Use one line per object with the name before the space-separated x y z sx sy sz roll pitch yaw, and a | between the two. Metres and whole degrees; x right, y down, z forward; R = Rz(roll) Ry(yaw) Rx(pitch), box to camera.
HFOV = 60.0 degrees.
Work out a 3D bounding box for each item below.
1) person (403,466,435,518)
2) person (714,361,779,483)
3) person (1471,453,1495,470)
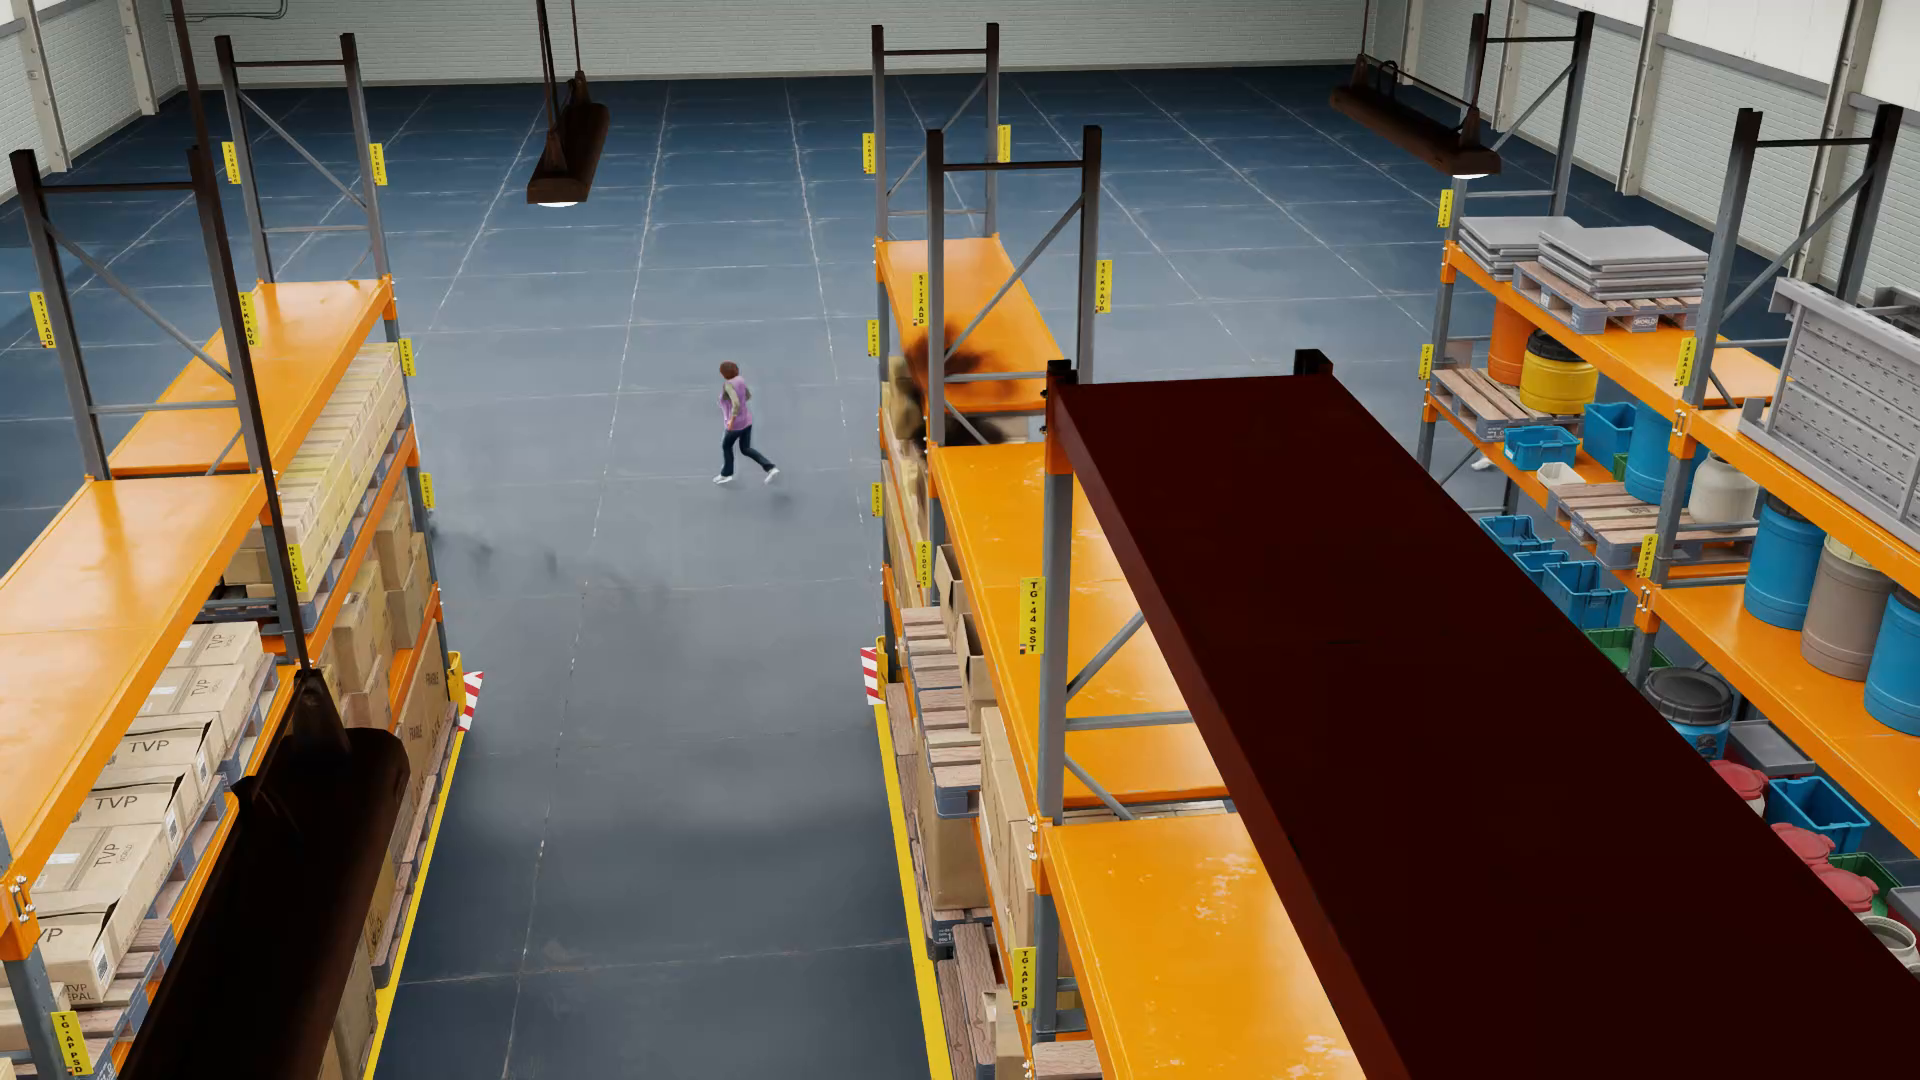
person | -6.277 -0.962 18.641 0.893 1.735 0.629 17 31 32
person | -2.560 -1.331 19.456 0.920 1.592 0.564 11 28 22
person | 6.675 -1.594 19.816 0.909 1.790 0.681 6 26 13
